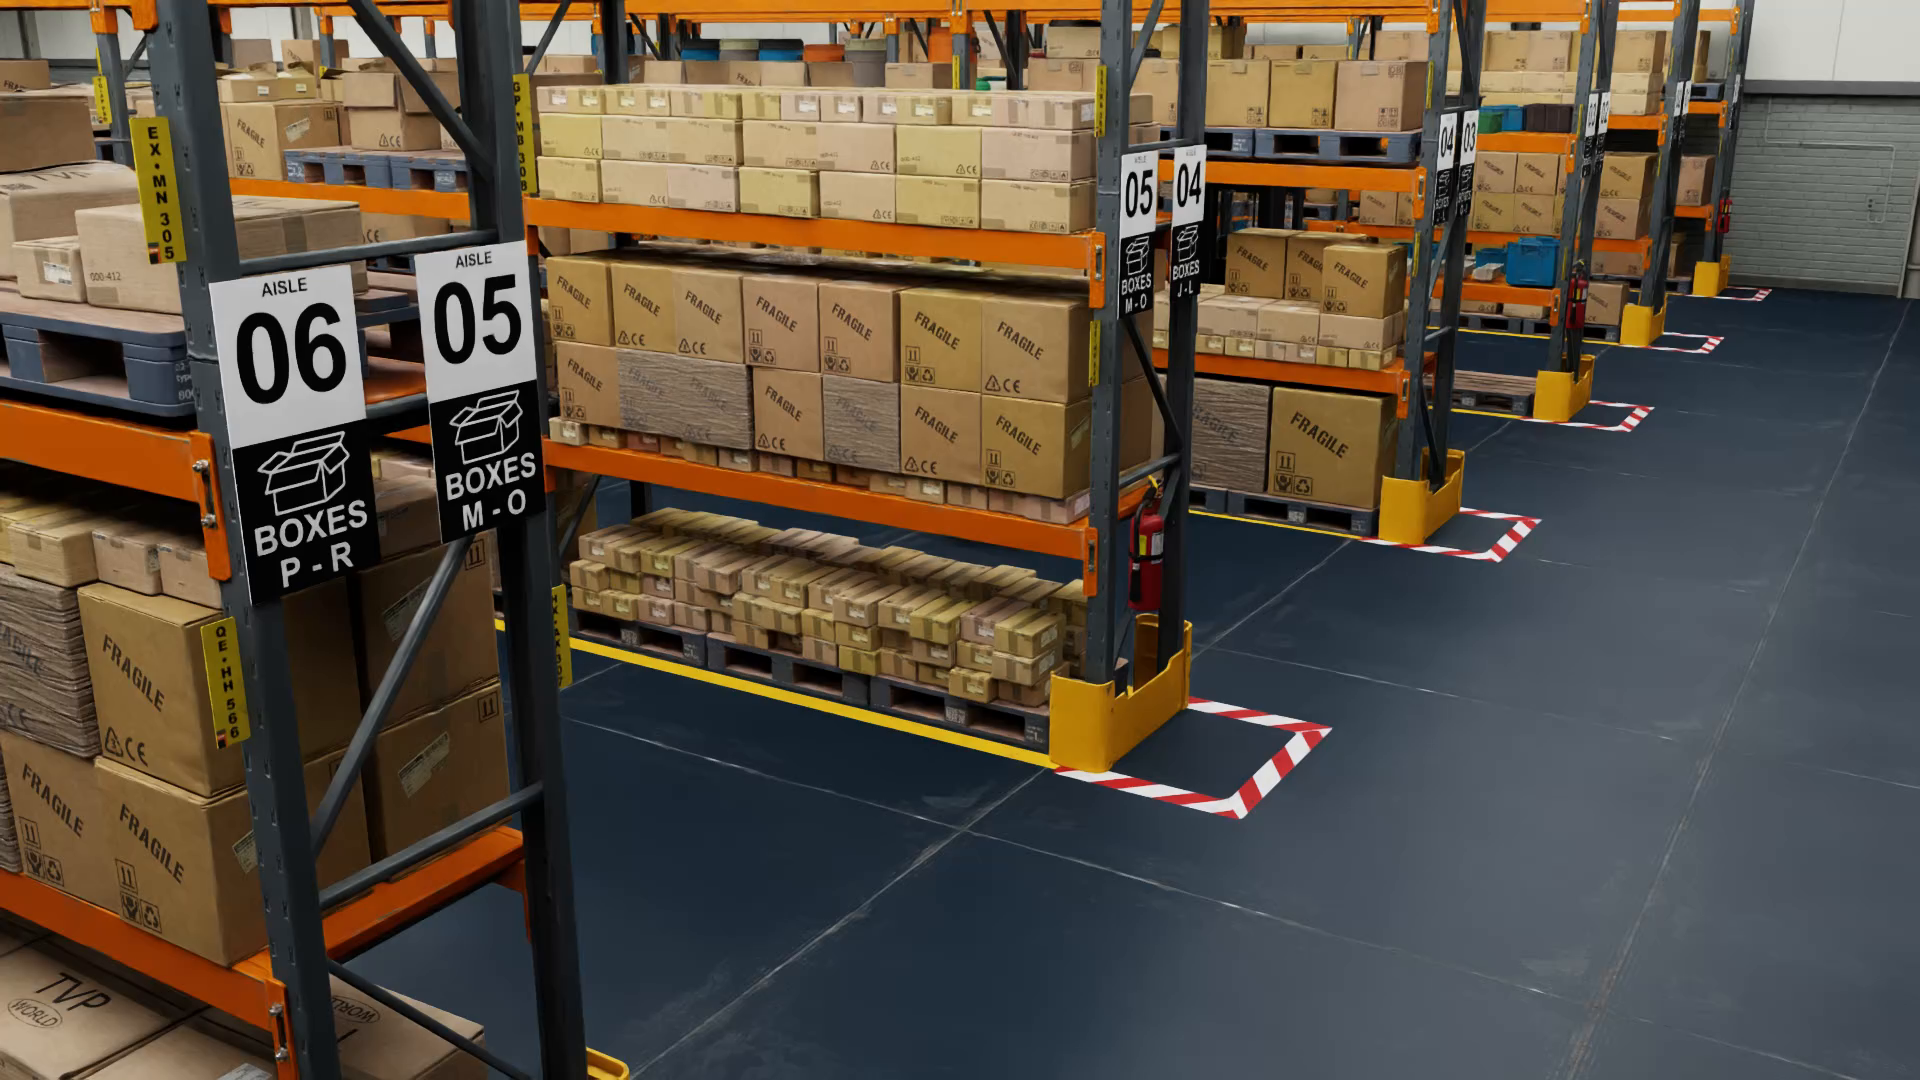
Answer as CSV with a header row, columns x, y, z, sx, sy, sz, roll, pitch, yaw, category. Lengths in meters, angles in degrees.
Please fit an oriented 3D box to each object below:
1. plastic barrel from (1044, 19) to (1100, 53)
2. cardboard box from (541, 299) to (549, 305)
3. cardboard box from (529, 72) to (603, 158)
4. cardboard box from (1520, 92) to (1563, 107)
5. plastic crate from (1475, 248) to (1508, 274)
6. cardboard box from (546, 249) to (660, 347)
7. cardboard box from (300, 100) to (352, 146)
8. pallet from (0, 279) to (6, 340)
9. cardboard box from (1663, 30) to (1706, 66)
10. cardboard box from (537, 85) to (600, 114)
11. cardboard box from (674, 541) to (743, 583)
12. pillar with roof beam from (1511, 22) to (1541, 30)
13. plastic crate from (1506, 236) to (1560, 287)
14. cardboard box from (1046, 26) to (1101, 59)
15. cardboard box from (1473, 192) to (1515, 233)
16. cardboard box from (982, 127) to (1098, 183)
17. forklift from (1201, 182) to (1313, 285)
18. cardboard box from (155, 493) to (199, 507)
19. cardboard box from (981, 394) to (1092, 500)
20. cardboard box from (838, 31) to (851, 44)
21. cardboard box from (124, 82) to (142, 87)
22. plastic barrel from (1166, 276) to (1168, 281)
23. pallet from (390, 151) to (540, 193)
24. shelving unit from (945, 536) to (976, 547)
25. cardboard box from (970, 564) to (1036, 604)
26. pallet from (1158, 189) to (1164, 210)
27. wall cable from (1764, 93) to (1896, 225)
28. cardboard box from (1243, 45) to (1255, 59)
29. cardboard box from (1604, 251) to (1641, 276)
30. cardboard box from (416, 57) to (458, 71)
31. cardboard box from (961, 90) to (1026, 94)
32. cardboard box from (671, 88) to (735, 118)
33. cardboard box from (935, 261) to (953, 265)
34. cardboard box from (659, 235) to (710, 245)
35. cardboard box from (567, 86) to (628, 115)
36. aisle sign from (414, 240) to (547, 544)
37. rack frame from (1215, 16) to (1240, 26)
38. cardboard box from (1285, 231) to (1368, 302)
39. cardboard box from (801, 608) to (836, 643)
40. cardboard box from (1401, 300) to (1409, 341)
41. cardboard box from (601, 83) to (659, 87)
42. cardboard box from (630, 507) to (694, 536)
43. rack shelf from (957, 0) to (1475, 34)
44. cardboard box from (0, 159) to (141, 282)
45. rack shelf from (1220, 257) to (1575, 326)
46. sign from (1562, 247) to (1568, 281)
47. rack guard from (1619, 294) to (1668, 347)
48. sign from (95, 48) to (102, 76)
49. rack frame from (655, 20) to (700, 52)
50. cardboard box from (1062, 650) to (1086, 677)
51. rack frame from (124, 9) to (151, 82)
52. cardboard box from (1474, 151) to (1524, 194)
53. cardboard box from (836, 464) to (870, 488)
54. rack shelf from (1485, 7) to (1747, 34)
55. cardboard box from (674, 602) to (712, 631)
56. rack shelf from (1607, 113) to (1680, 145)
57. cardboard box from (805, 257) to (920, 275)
x,y,z,sx,sy,sz,roll,pitch,yaw,category
1.304,-5.496,19.067,0.708,0.901,0.600,10,20,30,plastic barrel
-2.988,-1.578,11.602,0.250,0.149,0.380,10,20,31,cardboard box
-2.701,-2.727,10.643,0.500,0.500,0.700,10,20,30,cardboard box
7.413,-5.544,21.068,0.500,0.250,0.500,10,20,30,cardboard box
5.648,-2.958,17.642,0.300,0.233,0.416,10,20,30,plastic crate
-2.179,-1.498,10.248,0.500,0.500,0.500,11,20,31,cardboard box
-4.368,-2.876,11.856,0.500,0.500,0.500,10,20,30,cardboard box
-3.213,-0.797,5.336,1.213,0.211,1.003,10,20,30,pallet
10.665,-7.258,24.527,0.500,0.500,0.500,10,20,30,cardboard box
-2.314,-2.648,9.988,0.250,0.149,0.380,10,19,29,cardboard box
-1.571,0.141,10.416,0.250,0.149,0.380,10,19,29,cardboard box
6.819,-7.764,22.958,0.400,9.000,9.100,10,20,30,pillar with roof beam
5.864,-2.840,16.906,0.499,0.435,0.616,10,20,30,plastic crate
1.044,-4.117,13.758,0.500,0.250,0.500,9,19,27,cardboard box
7.023,-4.296,21.693,0.500,0.500,0.500,10,19,29,cardboard box
0.447,-1.960,8.409,0.500,0.250,0.500,9,19,28,cardboard box
2.959,-2.657,16.584,1.130,2.935,3.031,11,20,33,forklift
-2.345,-0.194,5.349,0.250,0.149,0.380,9,19,28,cardboard box
0.455,-0.545,8.830,0.500,0.500,0.500,11,20,31,cardboard box
-2.001,-9.529,32.004,0.500,0.500,0.500,9,19,26,cardboard box
-9.865,-5.452,20.079,0.250,0.149,0.380,10,20,30,cardboard box
2.384,-2.682,19.438,0.708,0.901,0.600,10,20,30,plastic barrel
-2.906,-2.424,10.863,1.003,0.211,1.213,10,20,30,pallet
0.046,-0.494,12.702,0.252,1.050,0.215,10,20,30,shelving unit
0.259,0.282,9.949,0.250,0.149,0.380,10,20,30,cardboard box
2.640,-5.055,24.693,1.003,0.211,1.213,10,20,30,pallet
13.018,-5.769,24.964,1.851,1.984,0.084,10,20,30,wall cable
3.905,-6.653,23.396,0.600,0.600,0.600,9,19,28,cardboard box
10.356,-4.406,25.804,0.500,0.500,0.700,10,20,30,cardboard box
-5.419,-4.835,17.576,0.637,0.503,0.797,11,20,32,cardboard box
0.209,-2.389,9.136,0.250,0.149,0.380,10,20,31,cardboard box
-1.428,-2.489,9.465,0.250,0.149,0.380,9,19,28,cardboard box
-0.295,-2.223,14.866,0.500,0.500,0.500,10,20,30,cardboard box
-2.548,-3.192,16.332,0.637,0.503,0.797,11,20,32,cardboard box
-2.100,-2.598,9.824,0.250,0.149,0.380,9,19,28,cardboard box
-1.318,-0.413,4.609,0.004,0.787,0.394,10,20,30,aisle sign
2.838,-6.269,18.035,0.127,3.000,1.000,10,20,30,rack frame
2.961,-2.208,13.446,0.500,0.500,0.500,10,19,29,cardboard box
-0.727,0.463,9.865,0.250,0.149,0.380,11,20,33,cardboard box
3.387,-1.773,13.305,0.500,0.250,0.500,10,19,29,cardboard box
-2.026,-2.772,10.397,0.250,0.149,0.380,9,19,28,cardboard box
-1.996,-0.090,11.176,0.250,0.149,0.380,11,20,32,cardboard box
1.951,-4.202,13.158,4.000,0.370,1.077,10,20,30,rack shelf
-2.781,-0.990,5.078,0.500,0.311,0.500,11,20,31,cardboard box
4.543,-2.750,18.010,4.000,0.370,1.077,10,20,30,rack shelf
5.973,-2.729,16.424,0.005,0.325,0.100,10,20,30,sign
8.778,-2.831,21.342,0.348,0.500,1.175,10,20,30,rack guard
-10.263,-5.716,19.872,0.005,0.325,0.100,10,20,30,sign
-4.792,-9.320,28.081,0.127,3.000,1.000,10,20,30,rack frame
0.694,0.654,9.749,0.250,0.149,0.380,11,20,31,cardboard box
-9.979,-6.867,20.006,0.127,3.000,1.000,10,20,30,rack frame
7.006,-4.774,21.545,0.500,0.500,0.500,11,20,32,cardboard box
-0.504,-0.427,9.559,0.250,0.149,0.380,9,19,28,cardboard box
9.727,-7.882,25.274,4.000,0.370,1.077,10,20,30,rack shelf
-1.585,0.431,10.483,0.250,0.149,0.380,10,19,29,cardboard box
7.138,-5.411,21.611,4.000,0.370,1.077,10,20,30,rack shelf
-0.572,-1.389,9.889,0.500,0.500,0.500,9,19,28,cardboard box
